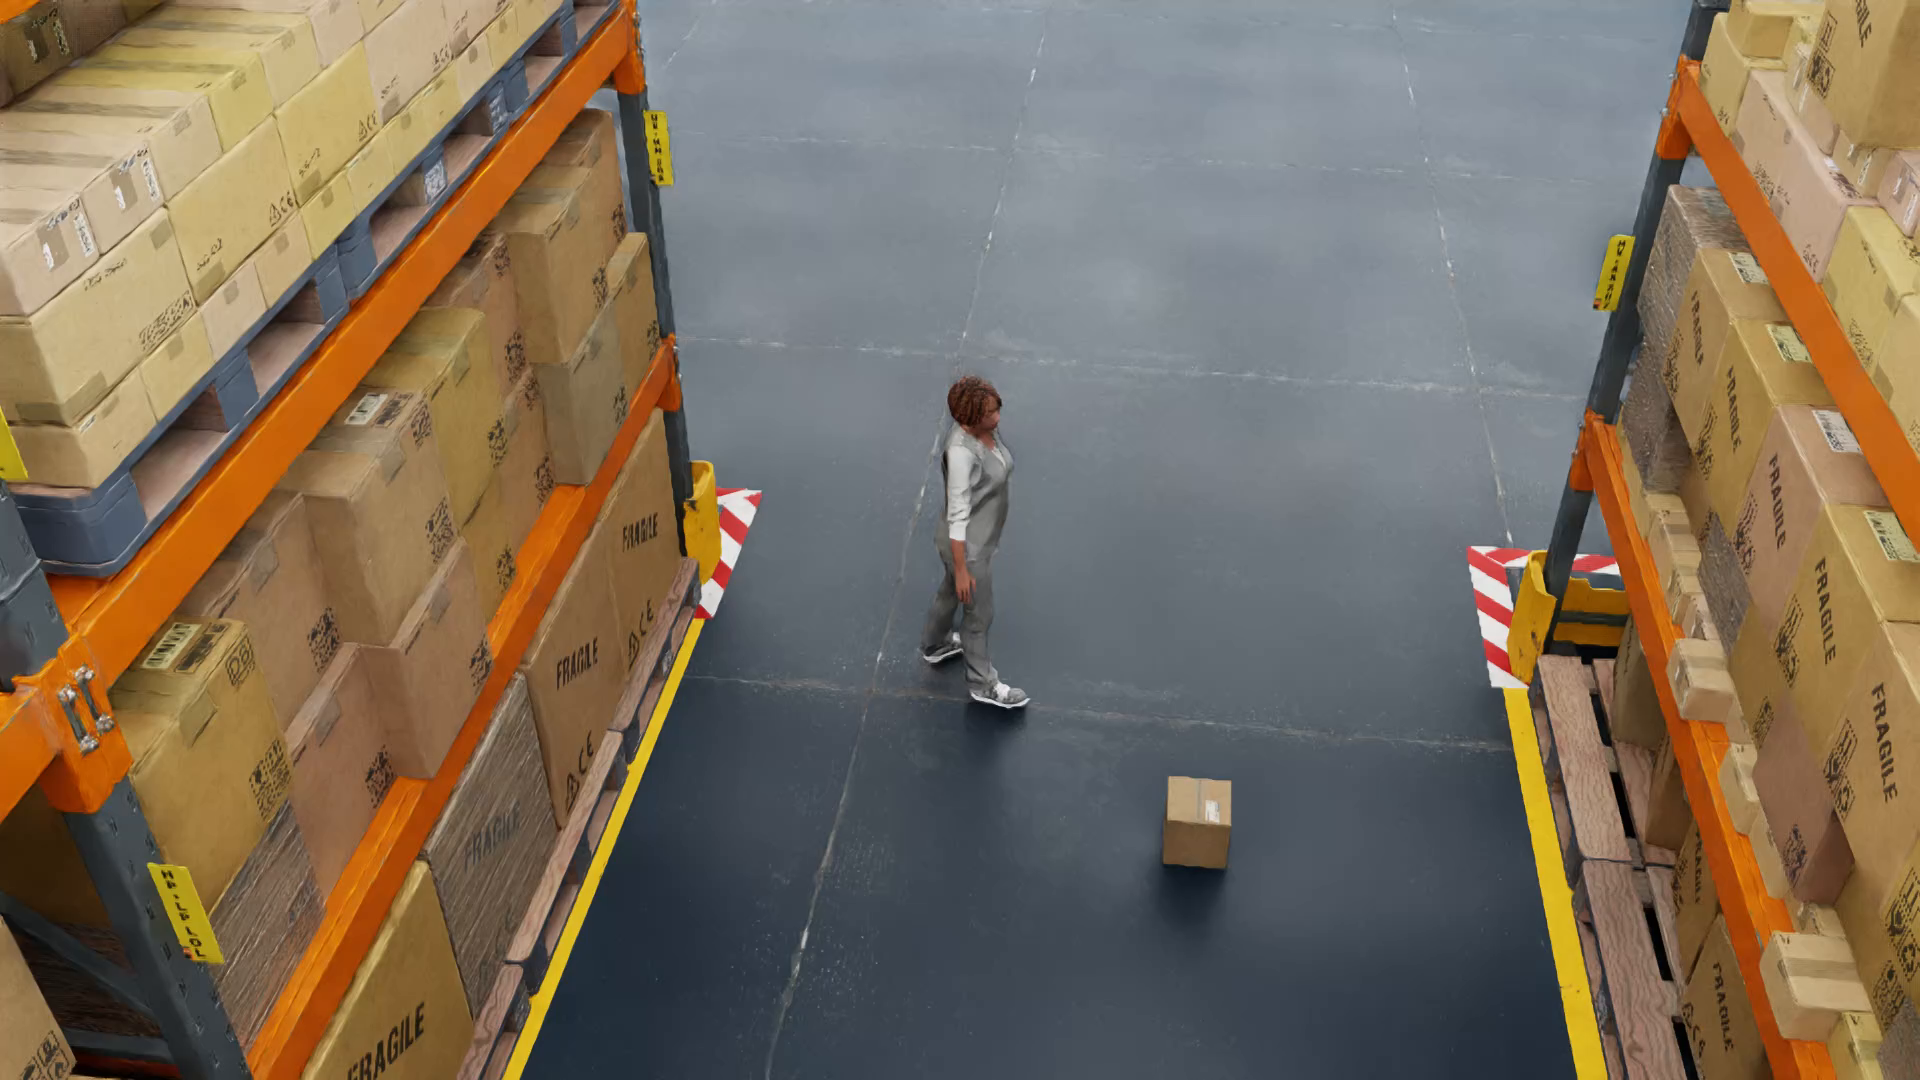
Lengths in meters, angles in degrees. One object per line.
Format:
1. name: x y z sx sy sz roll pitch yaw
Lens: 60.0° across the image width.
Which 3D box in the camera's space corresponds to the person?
1. person: 0.066 0.006 7.010 0.522 1.587 0.594 6 37 8
